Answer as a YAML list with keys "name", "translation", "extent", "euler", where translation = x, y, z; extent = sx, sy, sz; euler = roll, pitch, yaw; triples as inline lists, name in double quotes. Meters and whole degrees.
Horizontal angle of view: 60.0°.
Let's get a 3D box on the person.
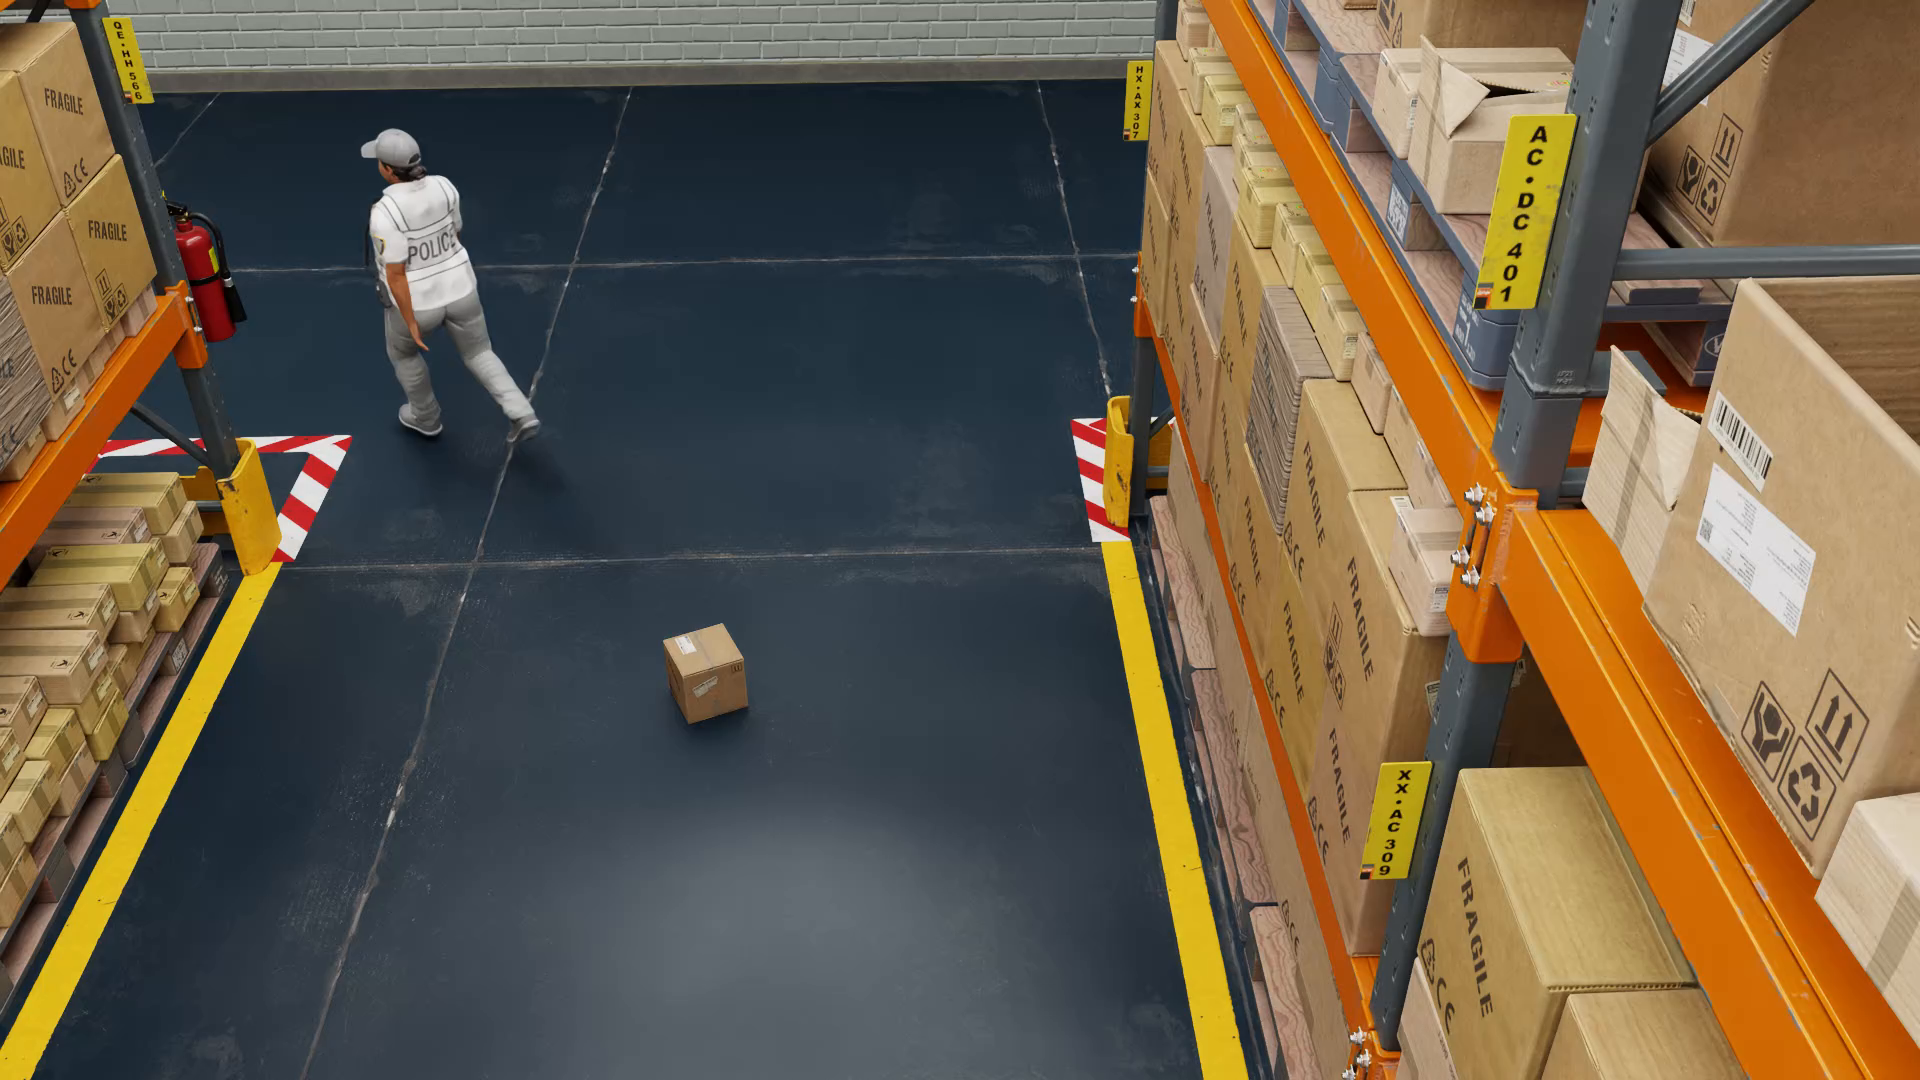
- name: "person"
  translation: [-2.448, -1.135, 7.727]
  extent: [0.908, 1.610, 0.471]
  euler: [29, 45, 35]
